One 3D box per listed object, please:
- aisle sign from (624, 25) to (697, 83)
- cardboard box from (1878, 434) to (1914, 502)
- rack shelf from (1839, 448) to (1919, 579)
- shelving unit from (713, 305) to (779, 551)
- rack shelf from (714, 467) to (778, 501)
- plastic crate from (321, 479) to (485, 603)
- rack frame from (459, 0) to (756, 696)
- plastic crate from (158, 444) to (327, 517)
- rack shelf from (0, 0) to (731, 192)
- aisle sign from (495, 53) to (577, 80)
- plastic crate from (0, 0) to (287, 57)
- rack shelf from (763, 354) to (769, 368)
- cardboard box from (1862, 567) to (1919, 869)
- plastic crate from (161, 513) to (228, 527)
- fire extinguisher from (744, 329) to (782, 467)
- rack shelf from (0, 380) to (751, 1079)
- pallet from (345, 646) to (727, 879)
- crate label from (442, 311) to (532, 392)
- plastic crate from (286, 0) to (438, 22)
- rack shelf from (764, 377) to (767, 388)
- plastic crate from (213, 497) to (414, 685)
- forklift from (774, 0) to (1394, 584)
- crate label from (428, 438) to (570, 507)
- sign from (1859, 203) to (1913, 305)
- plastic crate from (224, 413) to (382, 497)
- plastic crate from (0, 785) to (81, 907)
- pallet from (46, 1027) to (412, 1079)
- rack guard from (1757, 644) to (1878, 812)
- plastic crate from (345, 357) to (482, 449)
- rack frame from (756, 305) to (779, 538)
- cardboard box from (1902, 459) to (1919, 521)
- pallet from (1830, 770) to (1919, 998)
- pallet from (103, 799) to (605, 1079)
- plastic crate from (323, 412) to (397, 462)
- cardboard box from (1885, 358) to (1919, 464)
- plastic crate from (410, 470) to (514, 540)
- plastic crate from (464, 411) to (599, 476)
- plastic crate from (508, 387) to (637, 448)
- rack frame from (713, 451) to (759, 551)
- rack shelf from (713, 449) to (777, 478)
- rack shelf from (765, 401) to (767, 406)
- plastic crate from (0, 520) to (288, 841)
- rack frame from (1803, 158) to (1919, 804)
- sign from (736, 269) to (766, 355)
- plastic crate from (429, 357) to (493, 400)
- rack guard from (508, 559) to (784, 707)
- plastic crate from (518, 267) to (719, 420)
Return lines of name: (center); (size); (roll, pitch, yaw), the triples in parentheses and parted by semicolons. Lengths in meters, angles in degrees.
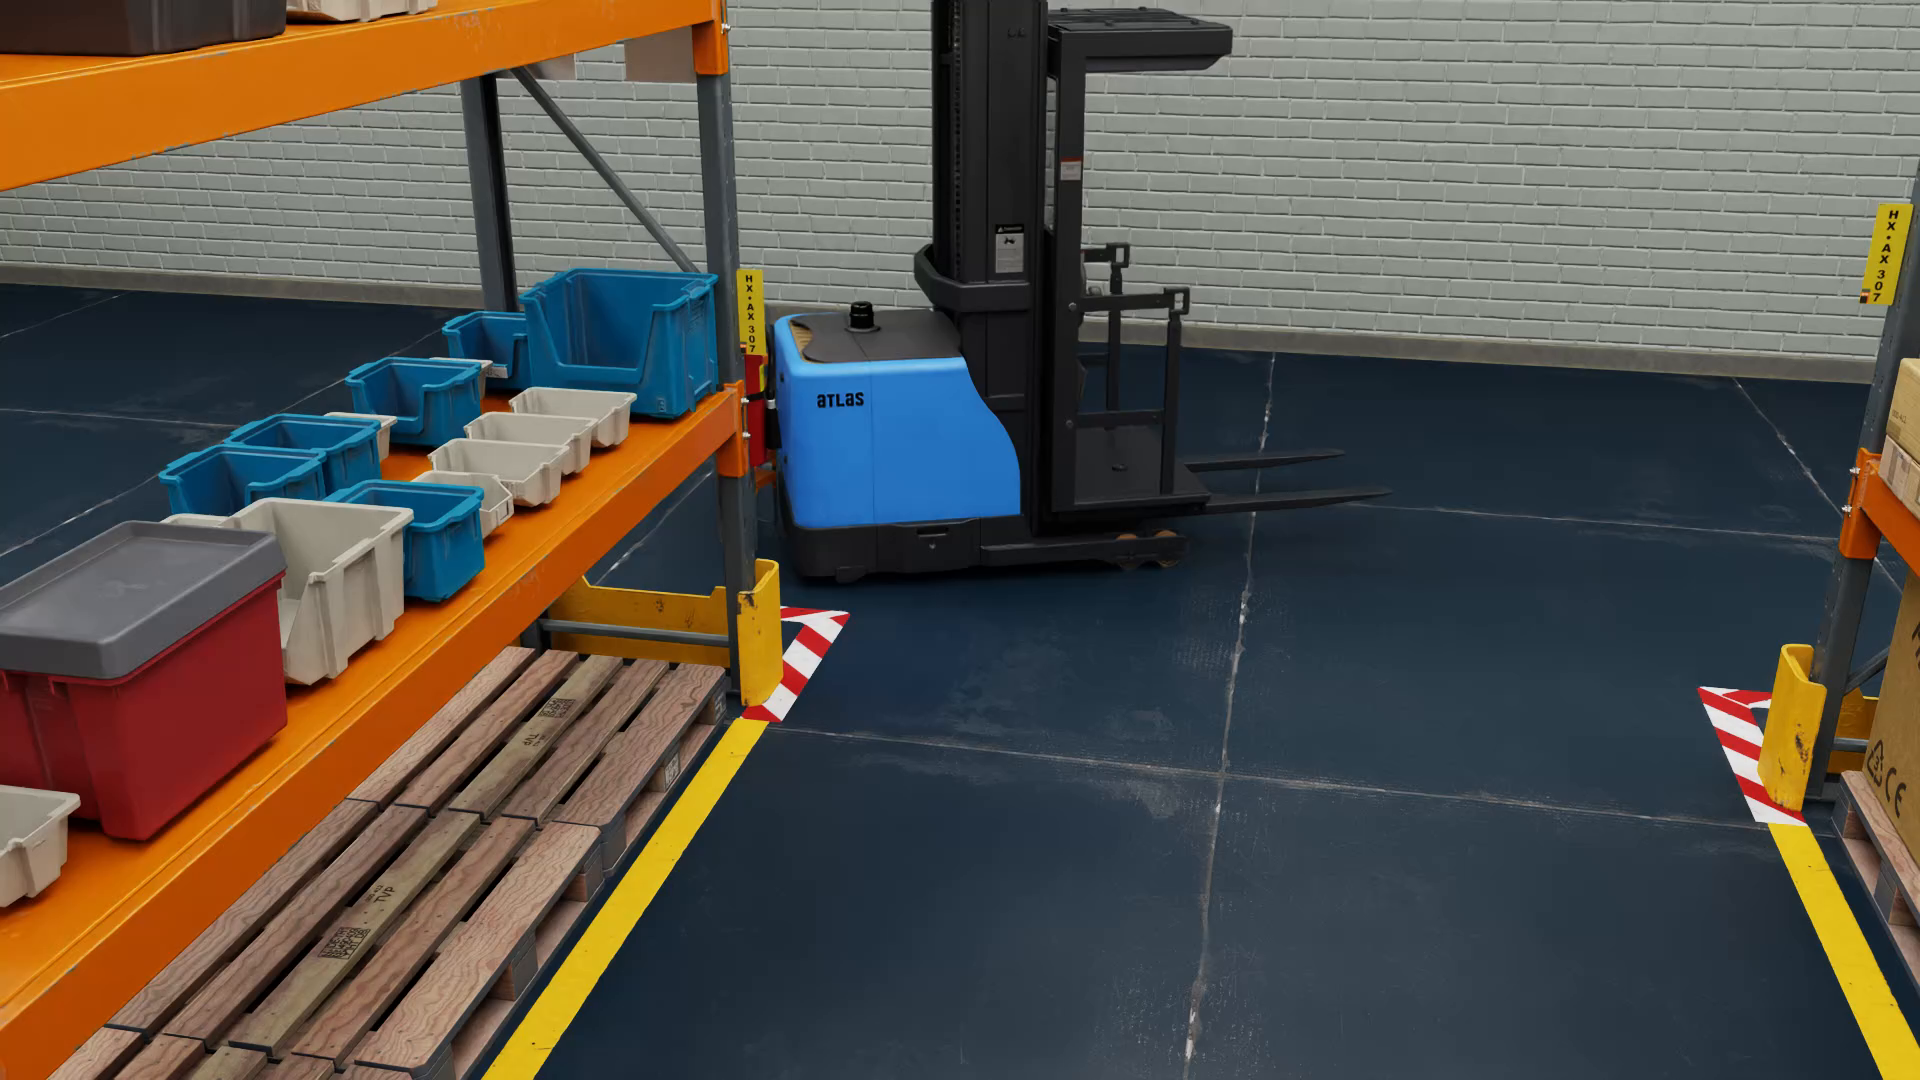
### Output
aisle sign: (-1.023, -2.024, 5.884); (0.394, 0.787, 0.004); (4, 22, 11)
cardboard box: (3.129, -0.215, 5.209); (0.380, 0.149, 0.250); (5, 22, 12)
rack shelf: (3.116, 0.629, 3.740); (1.077, 0.370, 4.000); (4, 22, 11)
shelving unit: (-1.059, -0.553, 8.115); (0.258, 1.200, 0.189); (12, 25, 25)
rack shelf: (-1.059, -0.291, 8.225); (0.258, 0.103, 0.180); (12, 25, 25)
plastic crate: (-1.492, 0.006, 4.466); (0.416, 0.233, 0.300); (4, 22, 11)
rack frame: (-1.324, -0.814, 6.360); (1.000, 3.000, 0.127); (4, 22, 11)
plastic crate: (-2.027, -0.108, 4.750); (0.416, 0.233, 0.300); (4, 22, 11)
rack shelf: (-1.733, -1.140, 4.118); (1.077, 0.370, 4.000); (4, 22, 11)
aisle sign: (-1.601, -2.069, 5.996); (0.394, 0.787, 0.004); (4, 22, 11)
plastic crate: (-1.619, -1.115, 3.268); (0.497, 0.269, 0.590); (4, 22, 11)
rack shelf: (-1.058, -0.844, 7.993); (0.258, 0.103, 0.180); (12, 25, 25)
cardboard box: (3.472, 0.594, 5.144); (0.875, 0.875, 0.875); (4, 22, 11)
plastic crate: (-2.080, 0.084, 4.404); (0.293, 0.136, 0.466); (4, 22, 11)
fire extinguisher: (-0.849, -0.626, 6.495); (0.296, 0.674, 0.183); (4, 22, 11)
rack shelf: (-1.733, 0.251, 4.678); (1.077, 0.370, 4.000); (4, 22, 11)
pallet: (-1.531, 0.778, 6.139); (1.003, 0.211, 1.213); (4, 22, 11)
crate label: (-1.697, -0.699, 6.218); (0.416, 0.233, 0.303); (4, 22, 11)
plastic crate: (-1.503, -1.309, 3.925); (0.437, 0.136, 0.530); (4, 22, 11)
rack shelf: (-1.058, -0.734, 8.039); (0.258, 0.103, 0.180); (12, 25, 25)
plastic crate: (-1.649, 0.132, 4.090); (0.437, 0.282, 0.530); (4, 22, 11)
forklift: (0.633, -1.410, 7.932); (3.031, 2.935, 1.130); (-4, 22, -10)
crate label: (-1.420, -0.199, 5.105); (0.396, 0.136, 0.243); (4, 22, 11)
sign: (2.982, -0.919, 5.356); (0.100, 0.325, 0.005); (4, 22, 11)
plastic crate: (-1.966, -0.218, 5.022); (0.416, 0.233, 0.300); (4, 22, 11)
plastic crate: (-1.906, 0.584, 3.161); (0.396, 0.136, 0.243); (4, 22, 11)
pallet: (-2.029, 1.670, 3.923); (1.003, 0.211, 1.213); (4, 22, 11)
rack guard: (3.529, 0.714, 5.911); (1.175, 0.500, 0.348); (4, 22, 11)
plastic crate: (-1.831, -0.458, 5.620); (0.416, 0.233, 0.300); (4, 22, 11)
rack frame: (-1.016, -0.585, 8.190); (0.240, 1.200, 0.006); (12, 25, 25)
cardboard box: (3.078, -0.121, 4.976); (0.380, 0.149, 0.250); (4, 22, 10)
pallet: (3.438, 1.155, 5.202); (1.003, 0.211, 1.213); (4, 22, 11)
pallet: (-1.782, 1.223, 5.035); (1.003, 0.211, 1.213); (4, 22, 11)
plastic crate: (-1.982, -0.295, 5.344); (0.250, 0.136, 0.298); (4, 22, 11)
cardboard box: (3.162, -0.350, 5.010); (0.500, 0.250, 0.500); (4, 22, 9)
plastic crate: (-1.462, -0.089, 4.833); (0.298, 0.136, 0.250); (4, 22, 11)
plastic crate: (-1.387, -0.303, 5.363); (0.396, 0.136, 0.243); (4, 22, 11)
plastic crate: (-1.314, -0.408, 5.623); (0.396, 0.136, 0.243); (4, 22, 11)
rack frame: (-1.101, -0.522, 8.040); (0.240, 1.200, 0.006); (12, 25, 25)
rack shelf: (-1.059, -0.402, 8.179); (0.258, 0.103, 0.180); (12, 25, 25)
rack shelf: (-1.058, -0.623, 8.086); (0.258, 0.103, 0.180); (12, 25, 25)
plastic crate: (-1.713, 0.284, 3.468); (0.402, 0.464, 0.583); (4, 22, 11)
rack frame: (3.524, -0.437, 5.422); (1.000, 3.000, 0.127); (4, 22, 11)
sign: (-0.783, -0.854, 6.240); (0.100, 0.325, 0.005); (4, 22, 11)
plastic crate: (-1.844, -0.543, 5.960); (0.250, 0.136, 0.298); (4, 22, 11)
rack guard: (-1.332, 0.336, 6.851); (1.175, 0.500, 0.348); (4, 22, 11)
plastic crate: (-1.210, -0.722, 6.002); (0.616, 0.435, 0.499); (4, 22, 11)
